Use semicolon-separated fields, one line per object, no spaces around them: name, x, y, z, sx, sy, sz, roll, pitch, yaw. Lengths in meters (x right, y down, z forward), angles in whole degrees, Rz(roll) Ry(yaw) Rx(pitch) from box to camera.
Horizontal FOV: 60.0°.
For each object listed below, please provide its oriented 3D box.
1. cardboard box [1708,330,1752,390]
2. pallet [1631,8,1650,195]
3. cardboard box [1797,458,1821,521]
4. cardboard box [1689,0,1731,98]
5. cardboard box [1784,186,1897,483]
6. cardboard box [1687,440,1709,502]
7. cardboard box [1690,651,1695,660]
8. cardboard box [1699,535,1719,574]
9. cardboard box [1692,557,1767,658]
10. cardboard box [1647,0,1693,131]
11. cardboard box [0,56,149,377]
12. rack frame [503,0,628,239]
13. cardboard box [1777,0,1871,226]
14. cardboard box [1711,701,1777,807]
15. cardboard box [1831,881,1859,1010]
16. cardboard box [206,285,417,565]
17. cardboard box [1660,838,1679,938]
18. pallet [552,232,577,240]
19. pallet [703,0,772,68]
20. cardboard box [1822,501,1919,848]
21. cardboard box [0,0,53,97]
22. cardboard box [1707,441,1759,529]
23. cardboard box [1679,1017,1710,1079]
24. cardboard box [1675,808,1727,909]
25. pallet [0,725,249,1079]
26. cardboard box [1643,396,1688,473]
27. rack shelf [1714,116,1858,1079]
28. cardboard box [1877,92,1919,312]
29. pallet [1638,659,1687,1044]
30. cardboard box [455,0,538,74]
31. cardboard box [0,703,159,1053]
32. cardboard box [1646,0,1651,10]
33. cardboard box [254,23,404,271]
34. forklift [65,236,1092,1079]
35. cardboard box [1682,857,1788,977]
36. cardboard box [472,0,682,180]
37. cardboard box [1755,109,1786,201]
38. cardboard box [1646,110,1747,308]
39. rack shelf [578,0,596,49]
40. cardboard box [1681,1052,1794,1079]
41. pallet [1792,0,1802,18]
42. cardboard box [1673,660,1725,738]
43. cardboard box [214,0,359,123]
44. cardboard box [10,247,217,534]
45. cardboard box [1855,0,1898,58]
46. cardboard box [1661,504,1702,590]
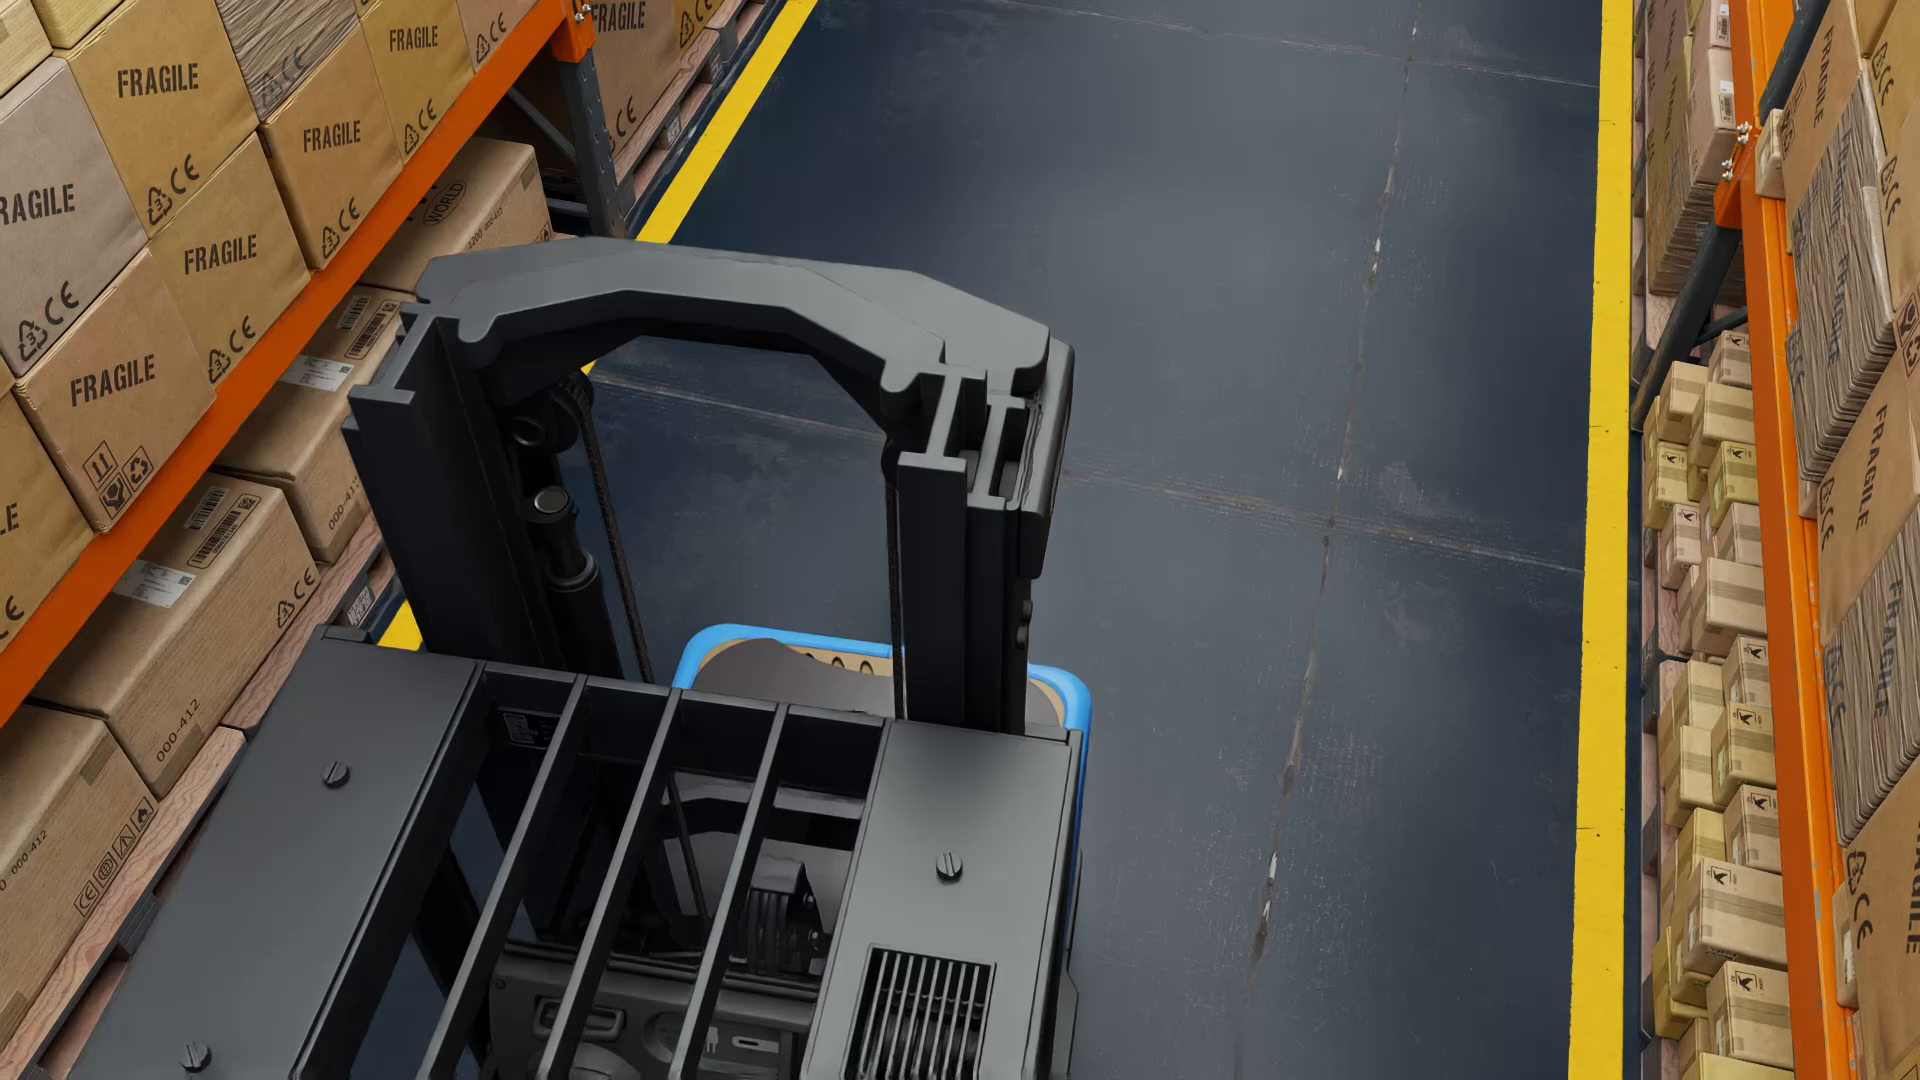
cardboard box;2.664;-0.518;5.431;0.380;0.149;0.250;13;50;12
pallet;3.477;-1.860;7.251;1.003;0.211;1.213;12;50;10
cardboard box;2.265;-0.148;4.048;0.380;0.149;0.250;14;50;12
cardboard box;3.055;-1.852;6.270;0.500;0.250;0.500;14;50;12
cardboard box;2.291;-0.440;3.873;0.500;0.500;0.500;11;49;9
cardboard box;2.571;-0.228;5.374;0.380;0.149;0.250;12;50;10
cardboard box;2.408;0.448;4.975;0.380;0.149;0.250;10;49;8
cardboard box;2.468;0.150;5.040;0.380;0.149;0.250;9;49;8
cardboard box;2.323;0.223;4.777;0.380;0.149;0.250;13;50;11
cardboard box;3.181;-1.972;6.877;0.500;0.500;0.500;11;49;9
cardboard box;-2.242;-0.748;3.676;0.500;0.500;0.500;11;50;10
rack frame;-1.847;-2.238;5.724;1.000;3.000;0.127;12;50;10
cardboard box;2.581;-1.157;4.505;0.500;0.500;0.500;11;49;9
cardboard box;2.228;0.607;4.438;0.380;0.149;0.250;12;50;10
cardboard box;1.913;0.805;3.206;0.380;0.149;0.250;13;50;11
cardboard box;-2.351;-0.448;5.574;0.875;0.438;0.875;10;49;9
cardboard box;2.112;0.990;4.497;0.380;0.149;0.250;12;50;11
pallet;-2.123;-0.780;6.298;1.003;0.211;1.213;12;50;10
pallet;-1.398;-2.773;8.057;1.003;0.211;1.213;12;50;10
cardboard box;2.037;0.312;3.209;0.500;0.500;0.500;12;50;10
cardboard box;-2.184;-1.060;3.519;0.380;0.149;0.250;12;50;10
cardboard box;2.516;-0.138;5.095;0.380;0.149;0.250;11;49;10
cardboard box;2.014;1.381;4.152;0.380;0.149;0.250;12;50;10
cardboard box;2.110;0.892;4.385;0.380;0.149;0.250;14;50;12
pallet;-2.765;0.985;4.740;1.003;0.211;1.213;12;50;10
cardboard box;2.549;-0.329;5.661;0.380;0.149;0.250;10;49;8
rack shelf;2.428;0.351;3.919;1.077;0.370;4.000;12;50;10
cardboard box;2.317;-0.782;3.507;0.500;0.500;0.500;12;50;11
pallet;2.493;0.967;4.756;1.003;0.211;1.213;12;50;10
cardboard box;-1.723;-1.885;5.346;0.500;0.500;0.500;12;50;10
cardboard box;-2.823;0.868;4.412;0.875;0.438;0.875;10;49;9
cardboard box;3.446;-2.713;7.531;0.500;0.500;0.500;12;50;10
cardboard box;-1.971;-1.145;4.693;0.500;0.500;0.500;11;49;9
forklift;-0.420;1.090;2.833;1.130;2.935;3.031;7;49;6
cardboard box;2.010;0.971;4.117;0.380;0.149;0.250;13;50;11
cardboard box;-1.761;-2.138;6.773;0.875;0.875;0.875;13;50;11
cardboard box;2.565;-1.110;4.897;0.380;0.149;0.250;13;50;11
cardboard box;2.907;-1.231;6.223;0.500;0.500;0.500;11;49;9
rack shelf;-1.321;-3.446;7.271;1.077;0.370;4.000;12;50;10
cardboard box;1.864;1.351;3.781;0.380;0.149;0.250;11;49;9
pallet;3.296;-1.794;5.461;1.003;0.211;1.213;12;50;10
cardboard box;2.245;0.514;4.718;0.380;0.149;0.250;11;50;10
cardboard box;-1.971;-1.470;4.313;0.500;0.500;0.500;12;50;11
cardboard box;-2.239;-0.404;4.039;0.500;0.500;0.500;11;50;10
cardboard box;2.601;-1.518;4.157;0.500;0.500;0.500;13;50;11
cardboard box;2.464;0.053;5.324;0.380;0.149;0.250;11;50;10
